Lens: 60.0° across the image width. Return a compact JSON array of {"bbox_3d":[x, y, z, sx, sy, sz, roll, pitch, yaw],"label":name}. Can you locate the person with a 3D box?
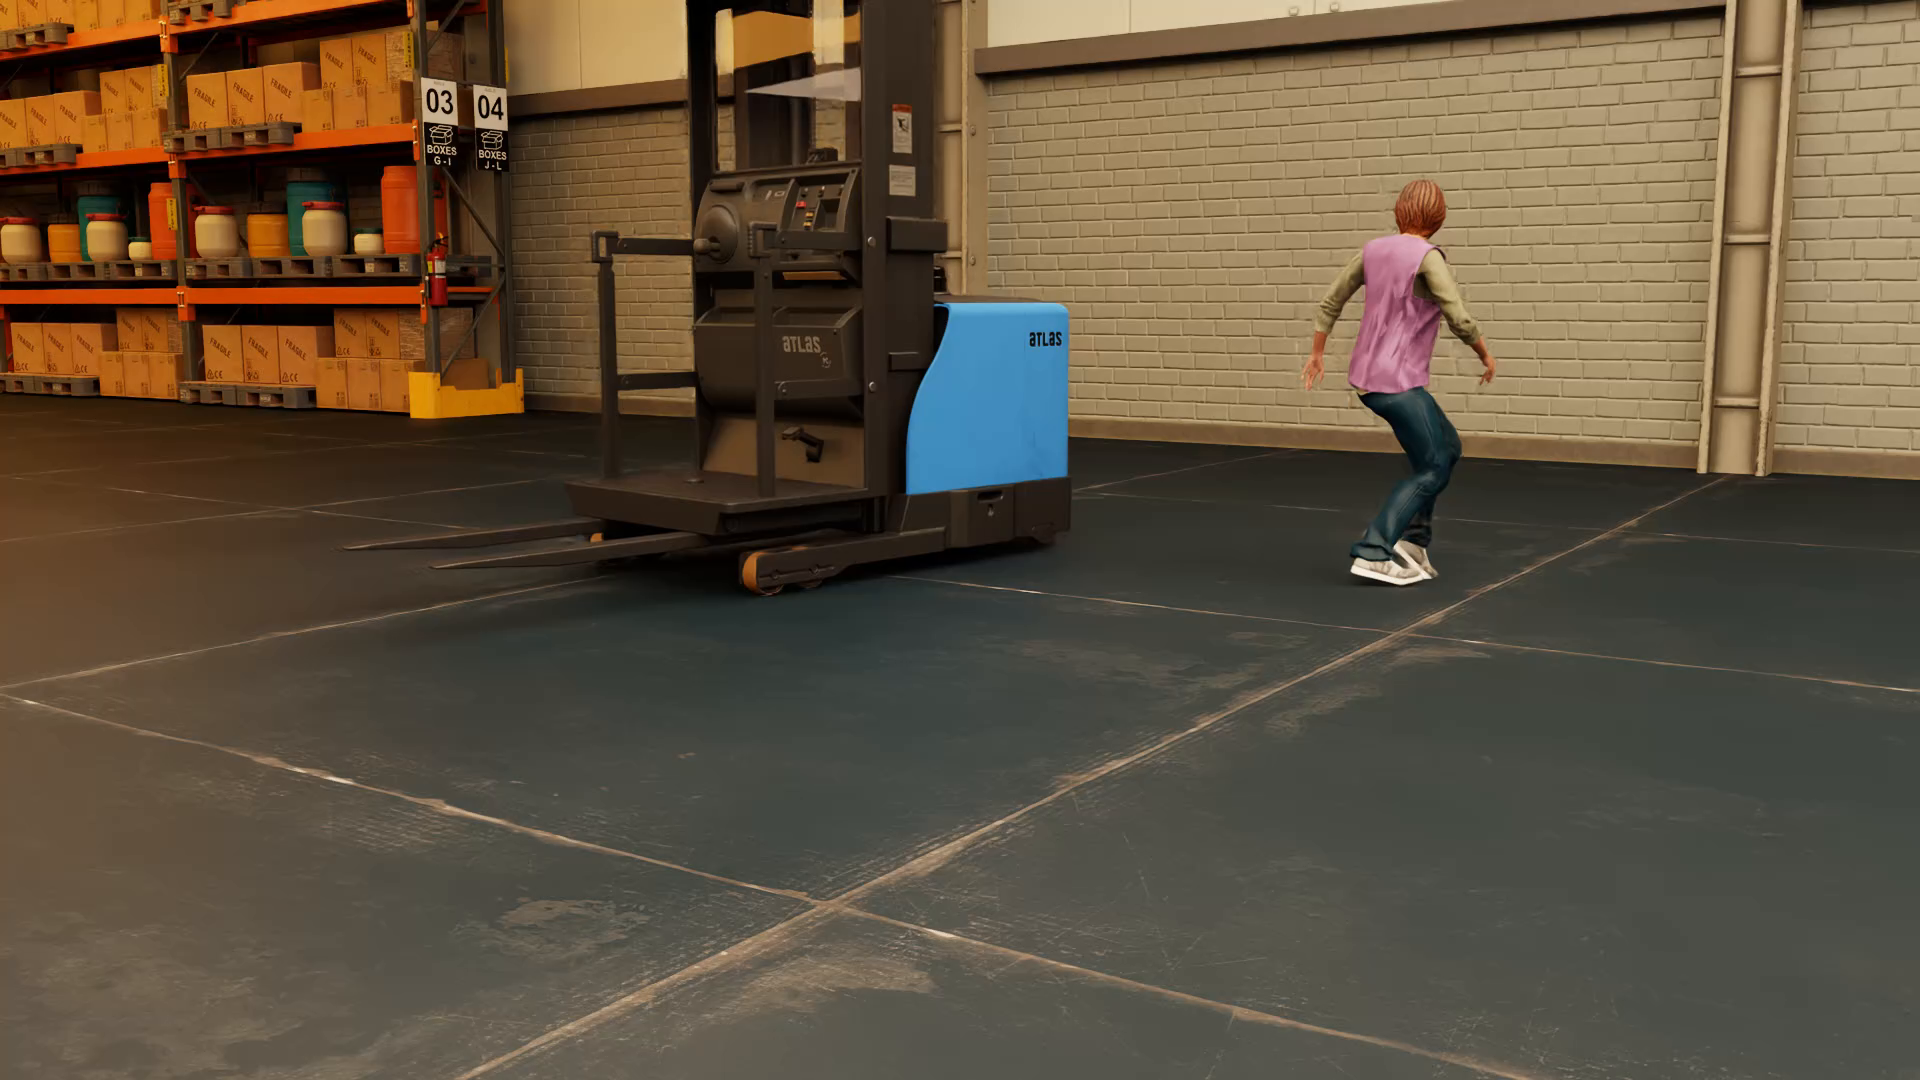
[{"bbox_3d":[1.698,-0.577,6.354,0.671,1.564,0.549,-1,8,-5],"label":"person"}]

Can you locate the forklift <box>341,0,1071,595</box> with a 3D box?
[{"bbox_3d":[-0.889,-1.326,6.520,1.130,2.935,3.031,8,11,43],"label":"forklift"}]
